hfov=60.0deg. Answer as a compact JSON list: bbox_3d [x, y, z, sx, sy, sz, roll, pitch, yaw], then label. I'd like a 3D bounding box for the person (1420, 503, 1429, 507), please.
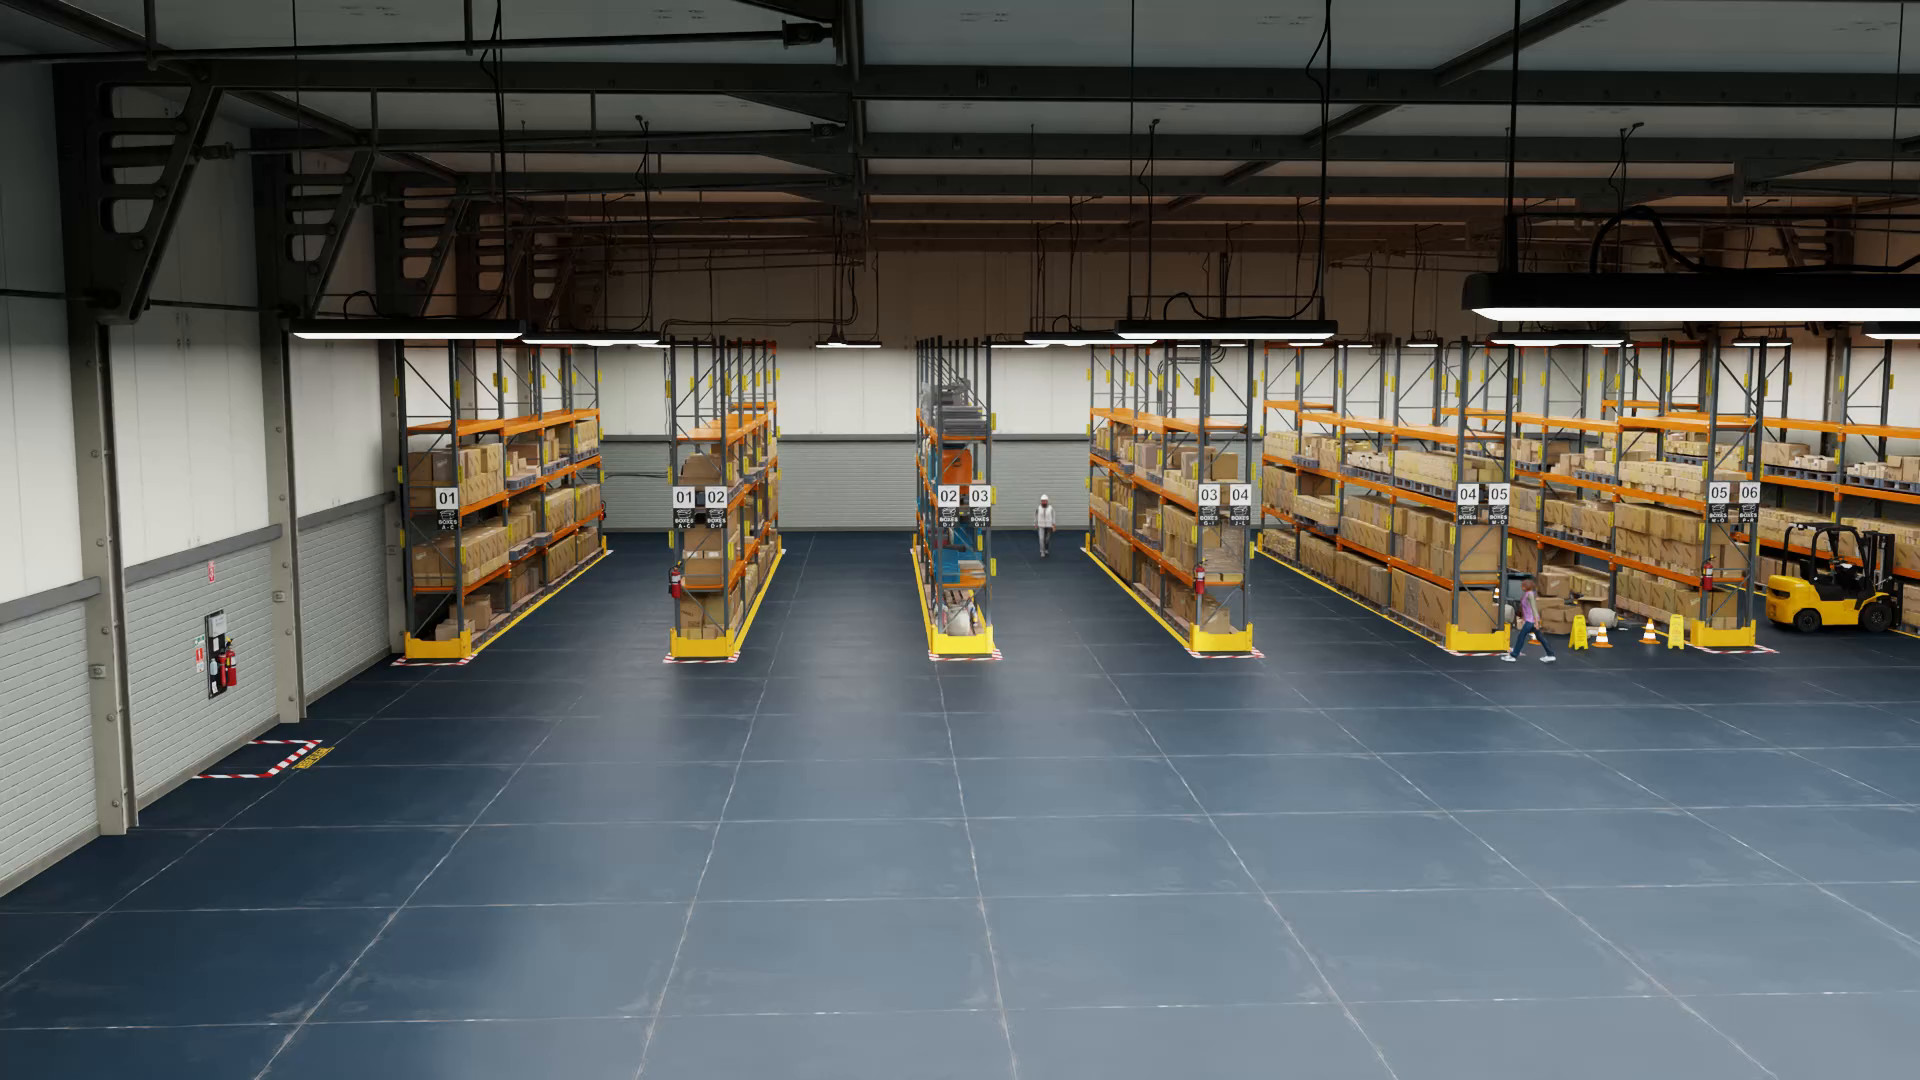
[{"bbox_3d":[13.861,-0.732,49.263,0.995,1.731,0.564,-1,7,-8],"label":"person"}]

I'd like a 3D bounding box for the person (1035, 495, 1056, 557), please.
[{"bbox_3d":[2.378,-0.399,46.279,0.574,1.716,1.074,0,6,-2],"label":"person"}]

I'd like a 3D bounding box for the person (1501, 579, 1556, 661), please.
[{"bbox_3d":[10.477,1.473,30.573,0.975,1.527,0.457,2,7,17],"label":"person"}]
